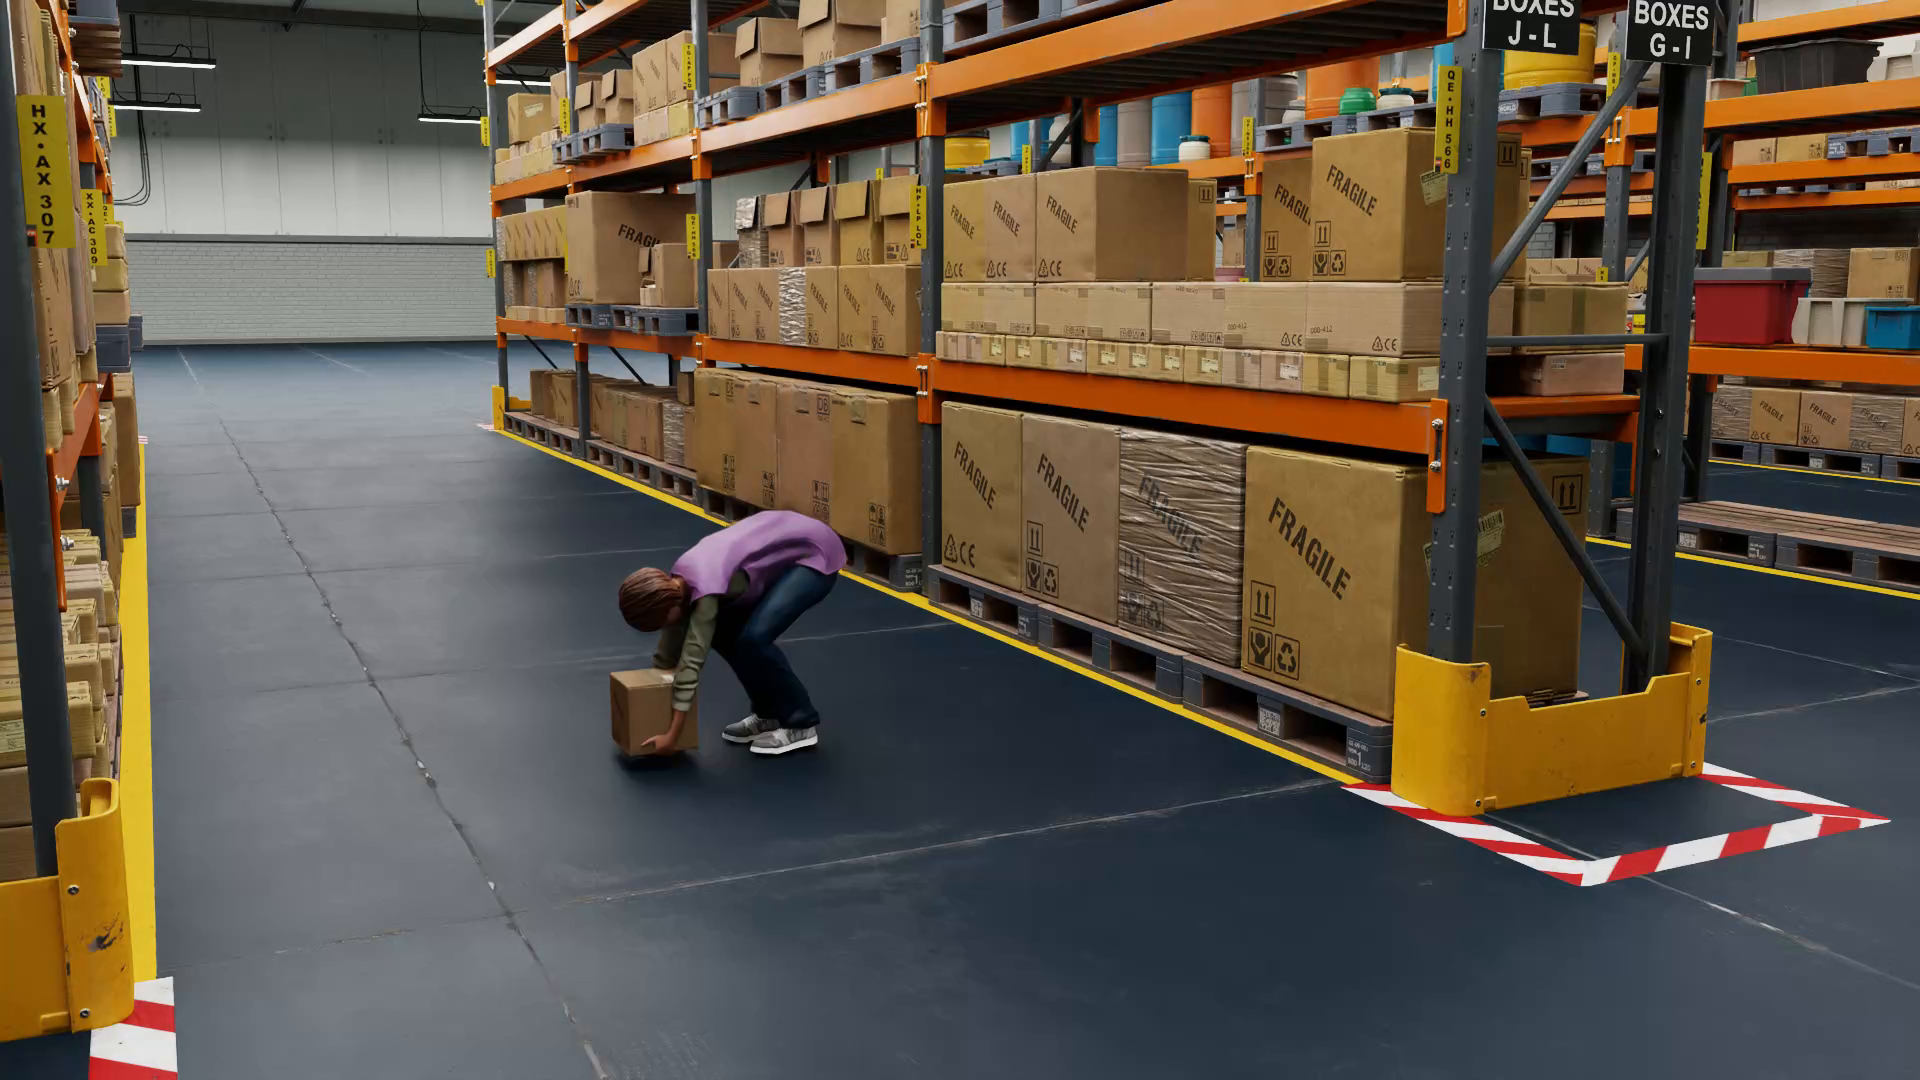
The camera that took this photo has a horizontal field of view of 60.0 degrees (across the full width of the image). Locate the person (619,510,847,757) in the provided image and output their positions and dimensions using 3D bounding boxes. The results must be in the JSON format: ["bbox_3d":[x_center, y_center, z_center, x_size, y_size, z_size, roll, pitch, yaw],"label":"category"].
[{"bbox_3d":[-0.816,0.340,6.049,0.853,0.873,0.420,-5,10,-29],"label":"person"}]
